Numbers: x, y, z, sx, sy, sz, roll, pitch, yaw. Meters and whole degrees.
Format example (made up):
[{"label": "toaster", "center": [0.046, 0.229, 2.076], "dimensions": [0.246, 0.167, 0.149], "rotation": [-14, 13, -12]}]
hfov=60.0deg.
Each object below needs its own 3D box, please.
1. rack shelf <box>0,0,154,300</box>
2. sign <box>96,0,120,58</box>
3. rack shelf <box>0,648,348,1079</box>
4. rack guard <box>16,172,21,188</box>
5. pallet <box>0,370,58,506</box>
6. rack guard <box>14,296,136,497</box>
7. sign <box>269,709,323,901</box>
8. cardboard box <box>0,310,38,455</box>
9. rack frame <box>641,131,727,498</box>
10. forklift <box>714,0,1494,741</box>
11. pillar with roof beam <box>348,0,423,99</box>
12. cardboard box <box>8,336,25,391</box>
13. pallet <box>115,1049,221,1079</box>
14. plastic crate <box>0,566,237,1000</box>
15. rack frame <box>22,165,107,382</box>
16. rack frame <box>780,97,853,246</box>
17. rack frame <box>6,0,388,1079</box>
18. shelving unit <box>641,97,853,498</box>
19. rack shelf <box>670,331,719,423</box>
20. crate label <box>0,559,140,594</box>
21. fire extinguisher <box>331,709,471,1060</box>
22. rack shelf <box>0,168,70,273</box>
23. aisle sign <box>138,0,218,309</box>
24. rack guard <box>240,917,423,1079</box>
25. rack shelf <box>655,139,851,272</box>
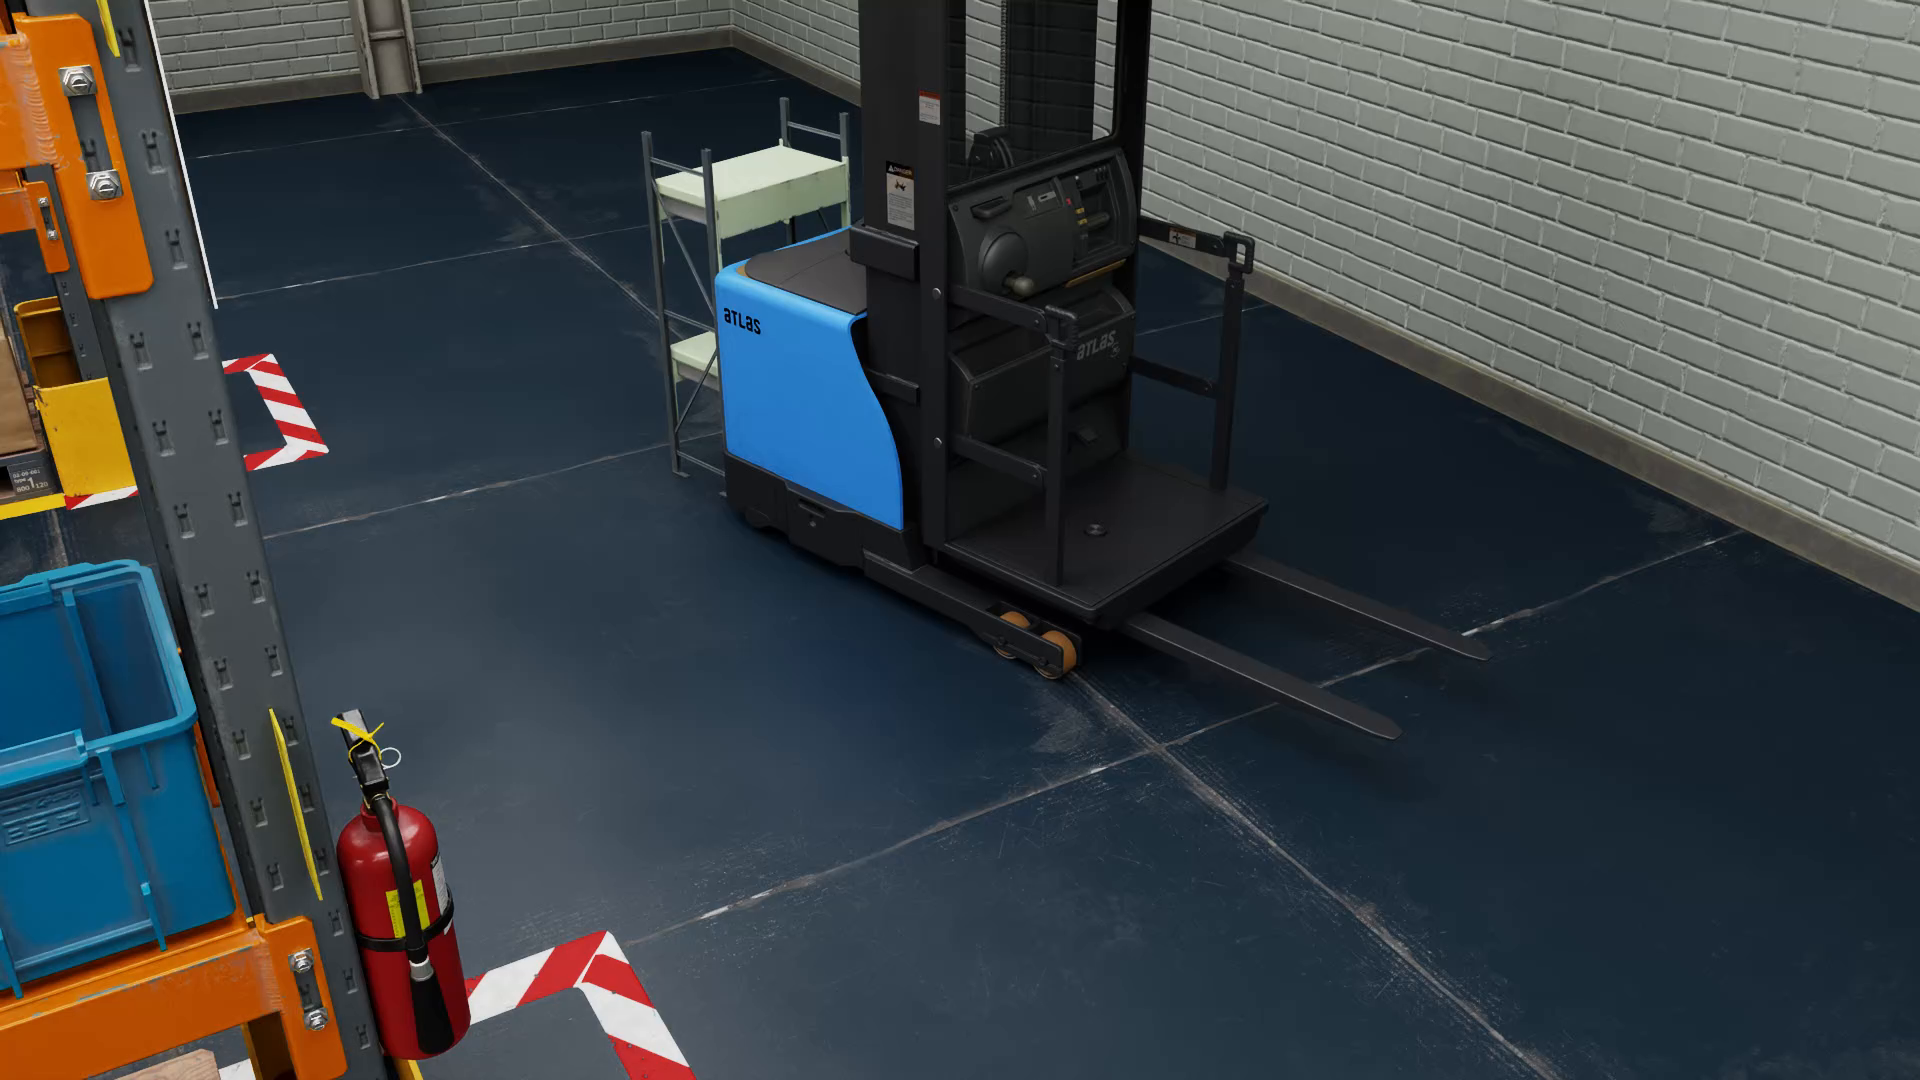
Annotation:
[{"label": "rack shelf", "center": [-3.093, -0.231, 1.704], "dimensions": [4.000, 0.370, 1.077], "rotation": [-16, 33, -26]}, {"label": "sign", "center": [-1.076, -0.765, 2.035], "dimensions": [0.005, 0.325, 0.100], "rotation": [-16, 33, -26]}, {"label": "rack shelf", "center": [-3.093, 1.082, 2.429], "dimensions": [4.000, 0.370, 1.077], "rotation": [-16, 33, -26]}, {"label": "rack guard", "center": [-6.367, -2.761, 11.235], "dimensions": [0.348, 0.500, 1.175], "rotation": [-16, 33, -26]}, {"label": "pallet", "center": [-4.627, -0.352, 7.169], "dimensions": [1.213, 0.211, 1.003], "rotation": [-16, 33, -26]}, {"label": "rack guard", "center": [-3.940, -0.674, 7.453], "dimensions": [0.348, 0.500, 1.175], "rotation": [-16, 33, -26]}, {"label": "sign", "center": [-1.076, 0.431, 2.695], "dimensions": [0.005, 0.325, 0.100], "rotation": [-16, 33, -26]}, {"label": "cardboard box", "center": [-4.219, -0.649, 6.954], "dimensions": [0.500, 0.500, 0.500], "rotation": [-16, 33, -26]}, {"label": "rack frame", "center": [-1.103, -0.891, 6.812], "dimensions": [0.400, 1.500, 0.023], "rotation": [24, 37, 36]}, {"label": "forklift", "center": [0.459, -1.080, 5.674], "dimensions": [3.031, 2.935, 1.130], "rotation": [24, 37, 36]}, {"label": "pillar with roof beam", "center": [-2.317, -5.704, 7.772], "dimensions": [0.400, 9.000, 9.100], "rotation": [-16, 33, -26]}, {"label": "cardboard box", "center": [-4.410, -0.772, 7.539], "dimensions": [0.250, 0.149, 0.380], "rotation": [-16, 33, -26]}, {"label": "pallet", "center": [-2.099, 1.684, 3.480], "dimensions": [1.213, 0.211, 1.003], "rotation": [-16, 33, -26]}, {"label": "plastic crate", "center": [-1.563, 0.396, 2.830], "dimensions": [0.499, 0.435, 0.616], "rotation": [-16, 33, -26]}, {"label": "rack frame", "center": [-3.875, -1.787, 6.883], "dimensions": [0.127, 3.000, 1.000], "rotation": [-16, 33, -26]}, {"label": "rack frame", "center": [-0.609, -1.152, 7.285], "dimensions": [0.400, 1.500, 0.023], "rotation": [24, 37, 36]}, {"label": "rack frame", "center": [-1.369, 0.278, 3.142], "dimensions": [0.127, 3.000, 1.000], "rotation": [-16, 33, -26]}, {"label": "shelving unit", "center": [-0.856, -1.021, 7.049], "dimensions": [0.431, 1.500, 0.755], "rotation": [24, 37, 36]}, {"label": "rack shelf", "center": [-0.856, -0.736, 7.206], "dimensions": [0.431, 0.370, 0.720], "rotation": [24, 37, 36]}, {"label": "crate label", "center": [-1.748, 0.248, 3.307], "dimensions": [0.303, 0.233, 0.416], "rotation": [-16, 33, -26]}, {"label": "fire extinguisher", "center": [-1.008, 0.627, 2.975], "dimensions": [0.183, 0.674, 0.296], "rotation": [-16, 33, -26]}, {"label": "rack shelf", "center": [-5.599, -0.982, 6.170], "dimensions": [4.000, 0.370, 1.077], "rotation": [-16, 33, -26]}, {"label": "aisle sign", "center": [-1.158, -0.756, 2.325], "dimensions": [0.004, 0.787, 0.394], "rotation": [-16, 33, -26]}, {"label": "rack guard", "center": [-1.354, 1.361, 3.767], "dimensions": [0.348, 0.500, 1.175], "rotation": [-16, 33, -26]}, {"label": "rack shelf", "center": [-0.856, -1.363, 6.860], "dimensions": [0.431, 0.370, 0.720], "rotation": [24, 37, 36]}]
